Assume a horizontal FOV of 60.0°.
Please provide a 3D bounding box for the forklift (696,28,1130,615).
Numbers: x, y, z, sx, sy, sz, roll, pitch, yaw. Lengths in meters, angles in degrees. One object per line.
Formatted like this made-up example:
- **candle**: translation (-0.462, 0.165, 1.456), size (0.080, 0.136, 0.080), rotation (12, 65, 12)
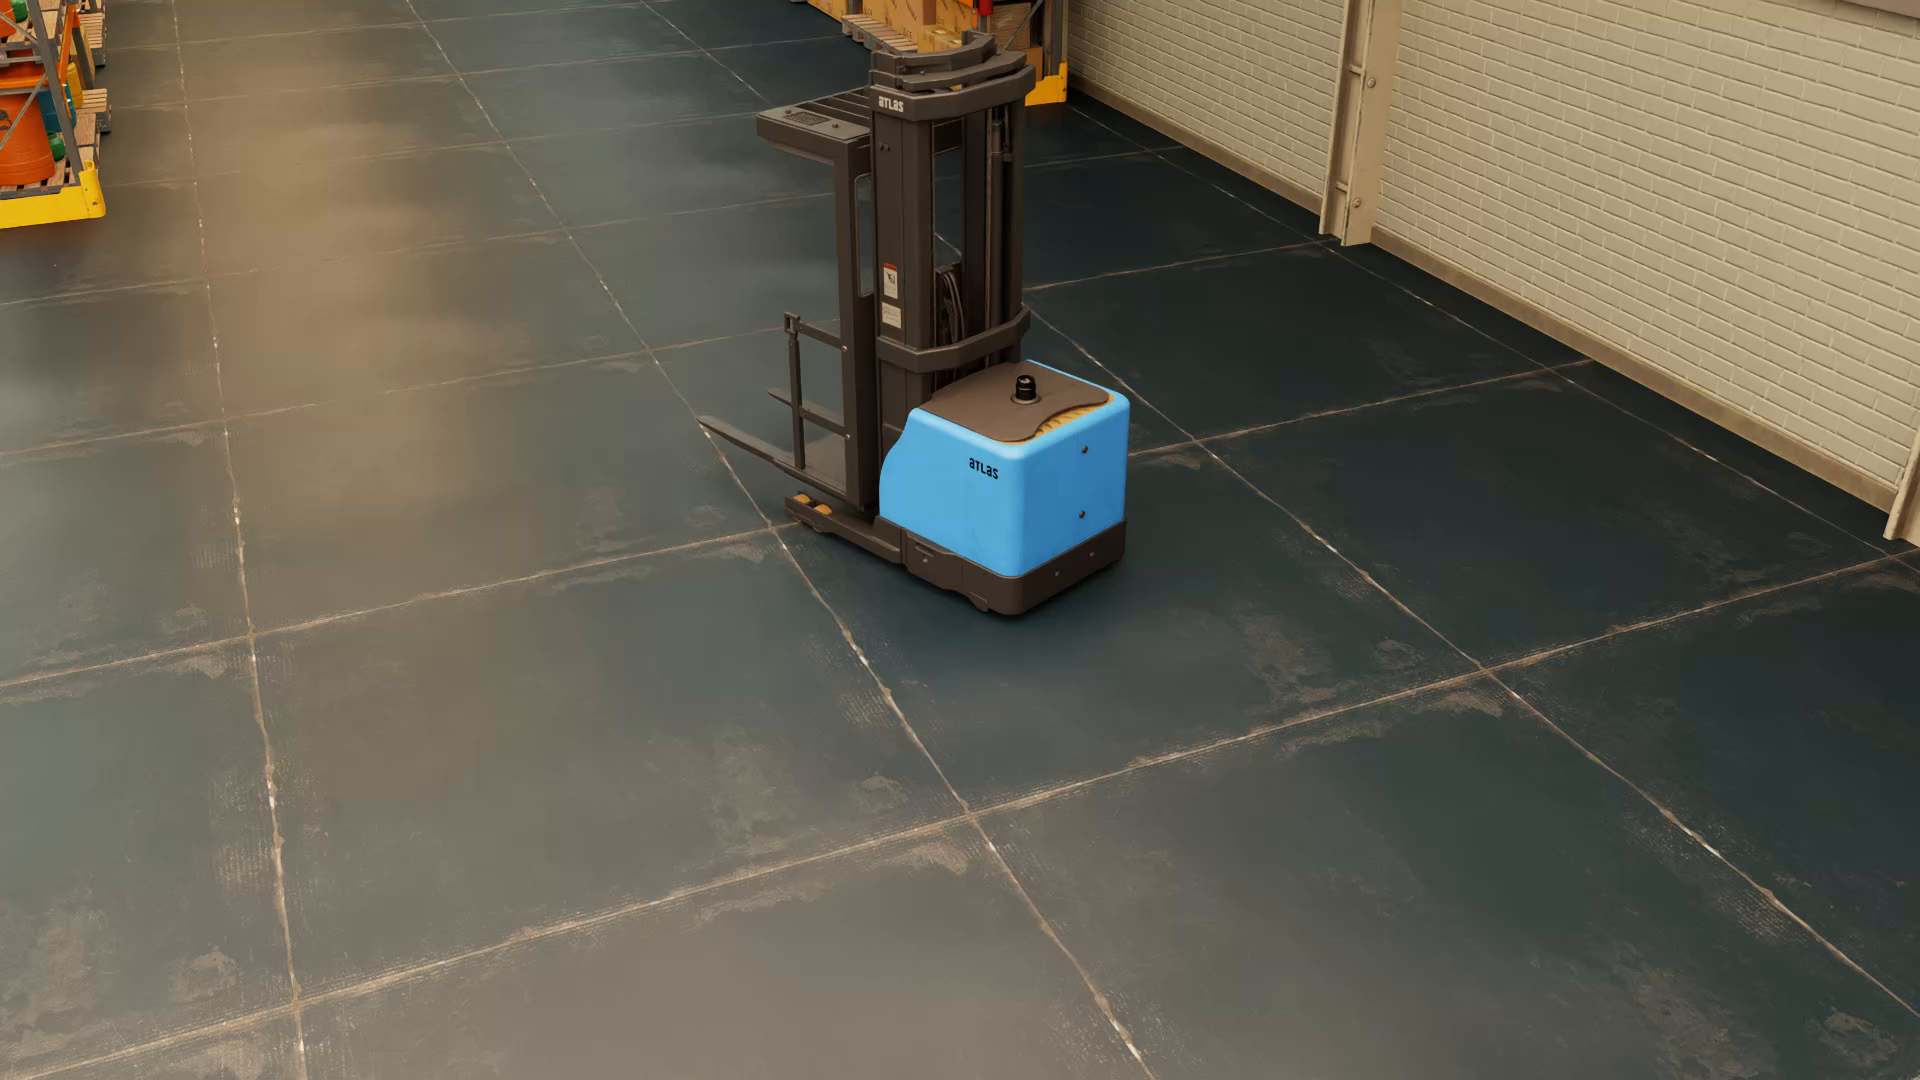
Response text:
- **forklift**: translation (-0.436, -1.483, 9.714), size (3.031, 2.935, 1.130), rotation (26, 39, 37)
